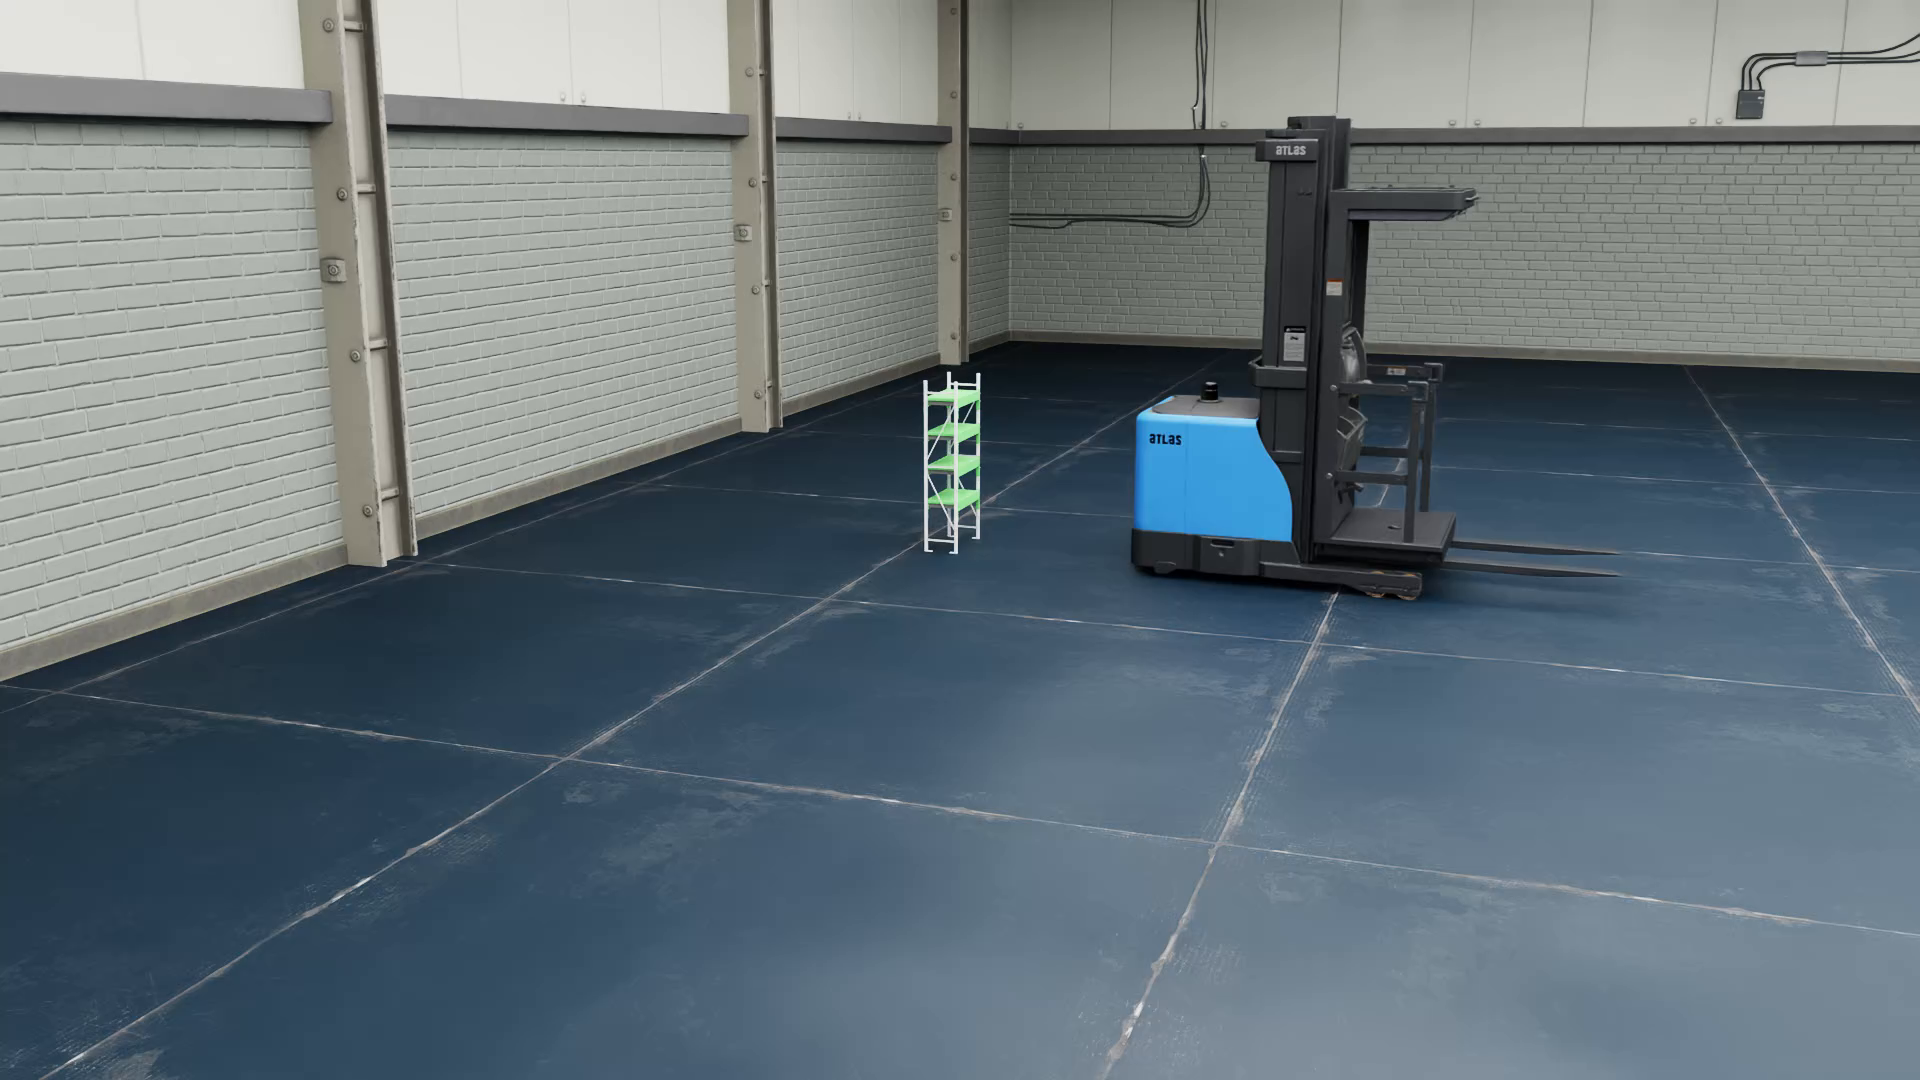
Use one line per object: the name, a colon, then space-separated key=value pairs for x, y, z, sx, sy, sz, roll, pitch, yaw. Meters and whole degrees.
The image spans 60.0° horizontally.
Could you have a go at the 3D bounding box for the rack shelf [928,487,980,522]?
rack shelf: x=-0.054 y=-0.254 z=11.769 sx=0.258 sy=0.148 sz=0.480 roll=4 pitch=14 yaw=18

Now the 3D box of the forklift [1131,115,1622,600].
forklift: x=2.703 y=-1.187 z=10.601 sx=3.031 sy=2.935 sz=1.130 roll=5 pitch=14 yaw=20

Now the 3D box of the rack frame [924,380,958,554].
rack frame: x=-0.132 y=-0.499 z=11.477 sx=0.240 sy=1.200 sz=0.015 roll=4 pitch=14 yaw=18

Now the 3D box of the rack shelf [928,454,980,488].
rack shelf: x=-0.054 y=-0.488 z=11.716 sx=0.258 sy=0.148 sz=0.480 roll=4 pitch=14 yaw=18

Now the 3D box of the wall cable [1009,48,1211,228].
wall cable: x=2.117 y=-5.795 z=24.133 sx=3.097 sy=2.526 sz=0.112 roll=4 pitch=14 yaw=18

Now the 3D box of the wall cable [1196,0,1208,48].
wall cable: x=4.677 y=-8.062 z=22.717 sx=3.097 sy=2.526 sz=0.112 roll=4 pitch=14 yaw=18

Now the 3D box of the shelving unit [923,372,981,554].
shelving unit: x=-0.054 y=-0.550 z=11.702 sx=0.258 sy=1.200 sz=0.503 roll=4 pitch=14 yaw=18

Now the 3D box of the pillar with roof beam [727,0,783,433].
pillar with roof beam: x=2.045 y=-5.211 z=14.594 sx=9.100 sy=9.000 sz=0.400 roll=4 pitch=14 yaw=18

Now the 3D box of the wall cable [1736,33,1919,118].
wall cable: x=11.095 y=-8.280 z=20.400 sx=2.305 sy=6.003 sz=0.169 roll=4 pitch=14 yaw=18

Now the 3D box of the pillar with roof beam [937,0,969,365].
pillar with roof beam: x=3.986 y=-6.474 z=20.129 sx=9.100 sy=9.000 sz=0.400 roll=4 pitch=14 yaw=18

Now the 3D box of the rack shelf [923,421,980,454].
rack shelf: x=-0.054 y=-0.722 z=11.662 sx=0.258 sy=0.148 sz=0.480 roll=4 pitch=14 yaw=18

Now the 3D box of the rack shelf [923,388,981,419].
rack shelf: x=-0.054 y=-0.956 z=11.609 sx=0.258 sy=0.148 sz=0.480 roll=4 pitch=14 yaw=18

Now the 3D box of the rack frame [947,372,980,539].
rack frame: x=0.025 y=-0.601 z=11.927 sx=0.240 sy=1.200 sz=0.015 roll=4 pitch=14 yaw=18

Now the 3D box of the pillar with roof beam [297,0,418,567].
pillar with roof beam: x=0.103 y=-3.947 z=9.059 sx=9.100 sy=9.000 sz=0.400 roll=4 pitch=14 yaw=18
